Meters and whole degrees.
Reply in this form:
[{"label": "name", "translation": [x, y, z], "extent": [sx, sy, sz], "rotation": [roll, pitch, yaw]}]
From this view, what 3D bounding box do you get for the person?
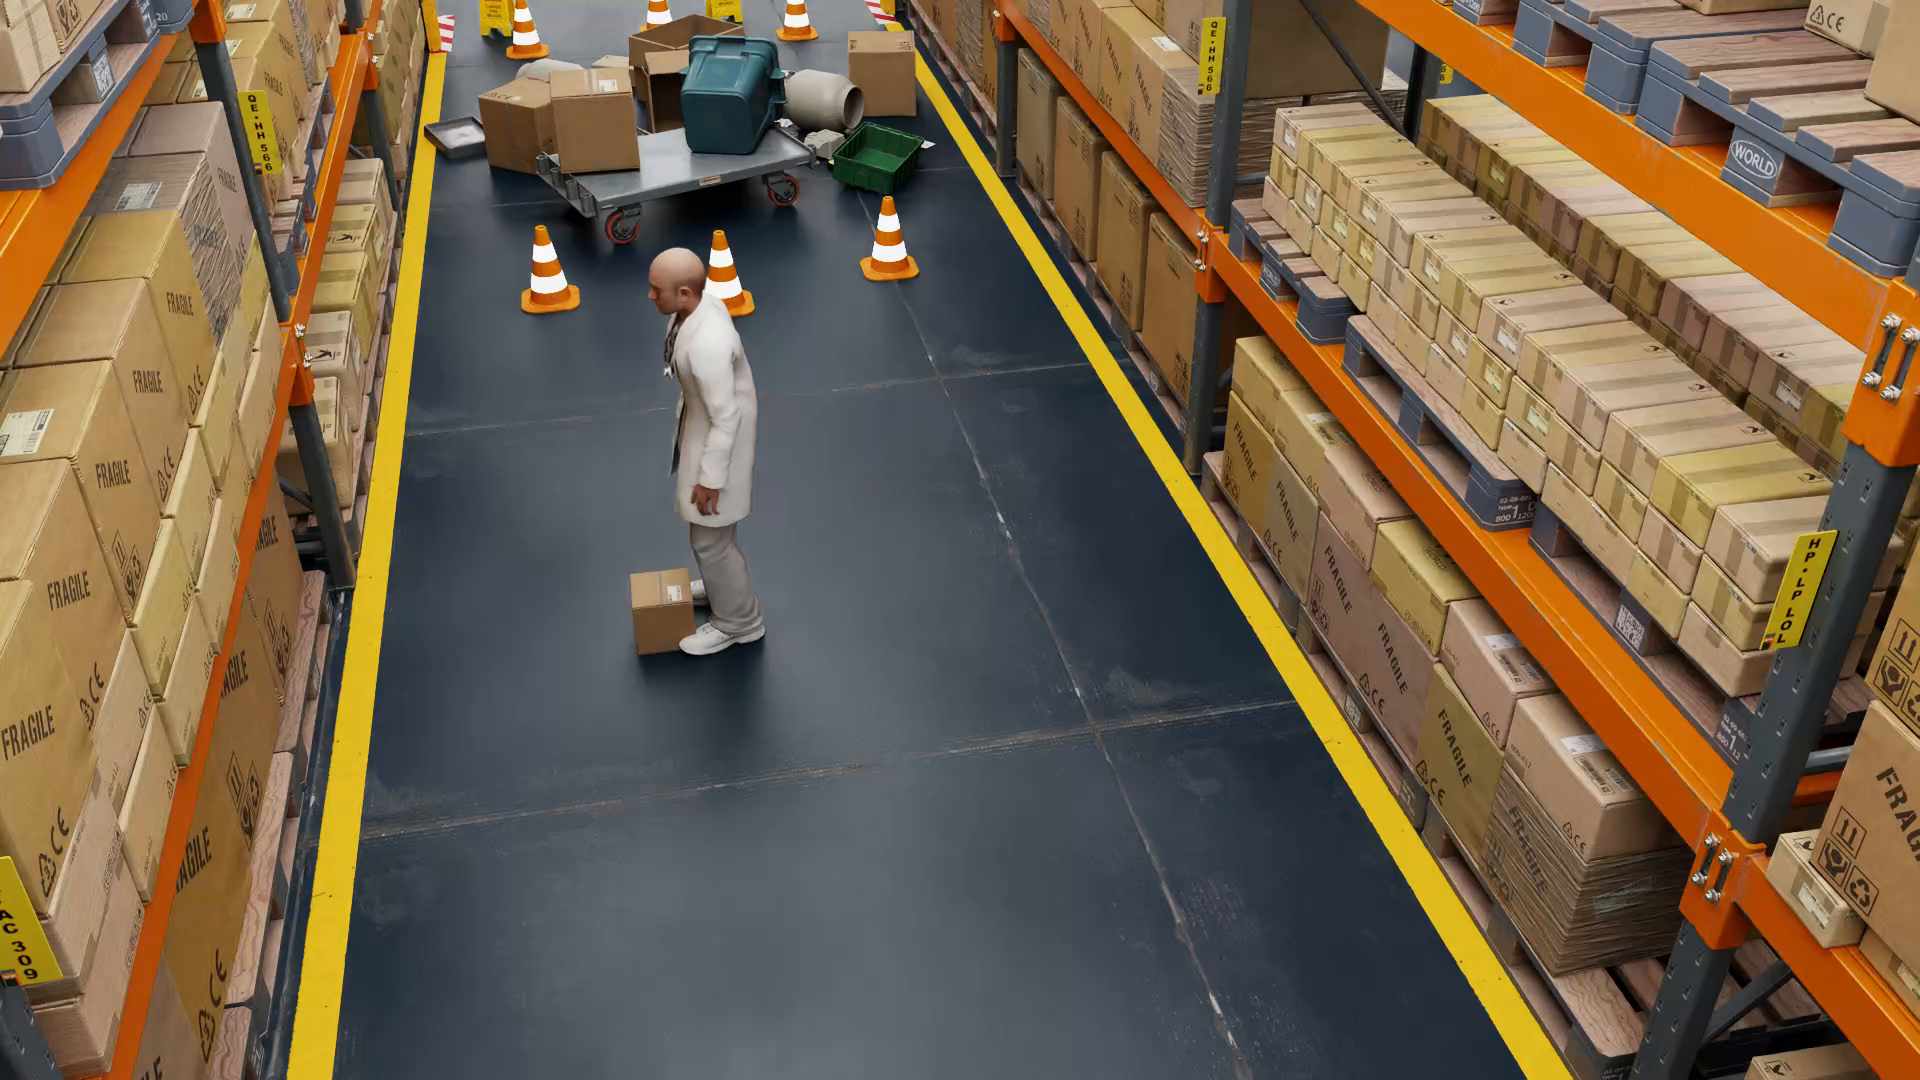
[{"label": "person", "translation": [-1.017, -0.357, 6.687], "extent": [0.418, 1.775, 0.656], "rotation": [-9, 35, -13]}]
